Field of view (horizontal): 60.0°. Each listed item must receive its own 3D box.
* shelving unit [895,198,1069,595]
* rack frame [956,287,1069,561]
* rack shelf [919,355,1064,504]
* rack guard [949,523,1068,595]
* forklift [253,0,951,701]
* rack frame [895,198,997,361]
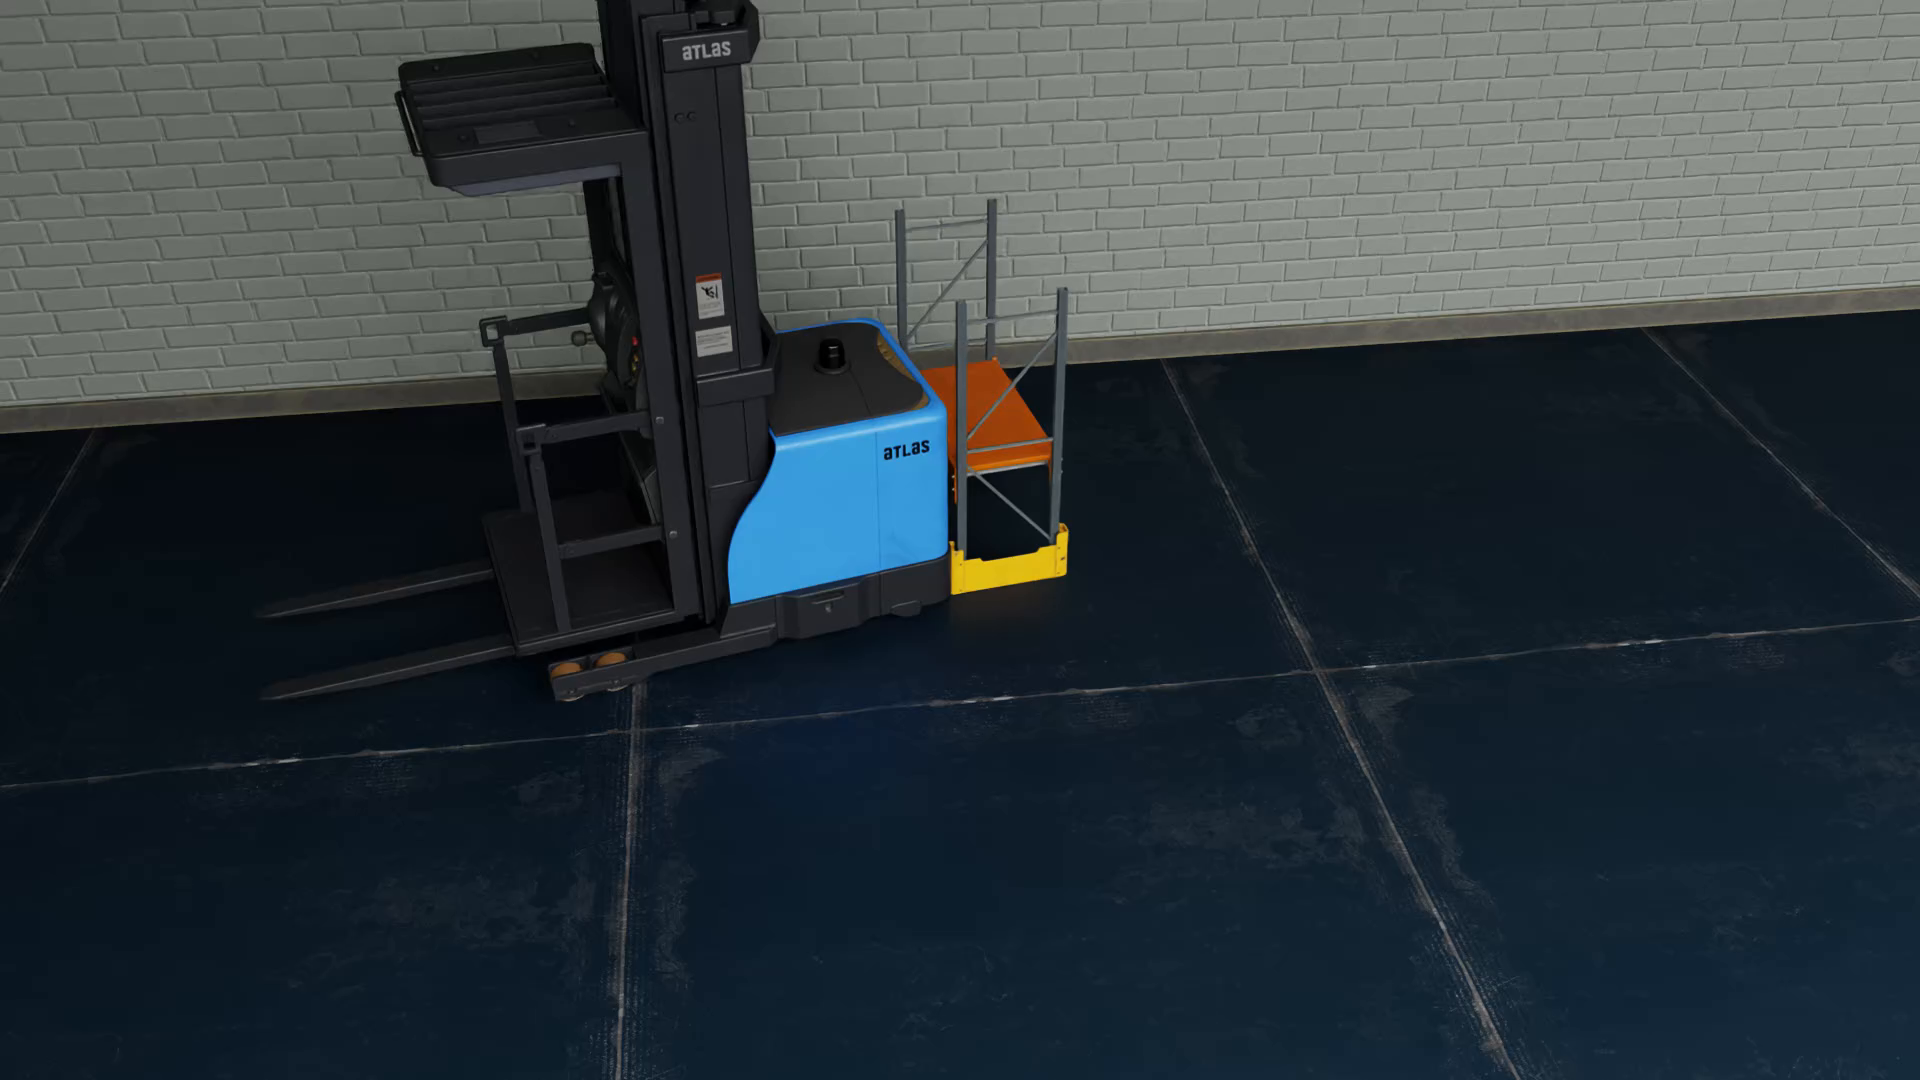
[{"bbox_3d":[0.083,-0.696,7.940,0.587,1.500,1.083,-9,35,-14],"label":"shelving unit"},{"bbox_3d":[0.225,-0.427,7.544,0.500,1.500,0.032,-9,35,-14],"label":"rack frame"},{"bbox_3d":[0.080,-0.553,8.048,0.538,0.185,1.000,-9,35,-14],"label":"rack shelf"},{"bbox_3d":[0.224,0.089,7.897,0.587,0.250,0.087,-9,35,-14],"label":"rack guard"},{"bbox_3d":[-1.611,-0.849,6.893,3.031,2.935,1.130,-12,36,-17],"label":"forklift"},{"bbox_3d":[-0.065,-0.976,8.350,0.500,1.500,0.032,-9,35,-14],"label":"rack frame"}]
